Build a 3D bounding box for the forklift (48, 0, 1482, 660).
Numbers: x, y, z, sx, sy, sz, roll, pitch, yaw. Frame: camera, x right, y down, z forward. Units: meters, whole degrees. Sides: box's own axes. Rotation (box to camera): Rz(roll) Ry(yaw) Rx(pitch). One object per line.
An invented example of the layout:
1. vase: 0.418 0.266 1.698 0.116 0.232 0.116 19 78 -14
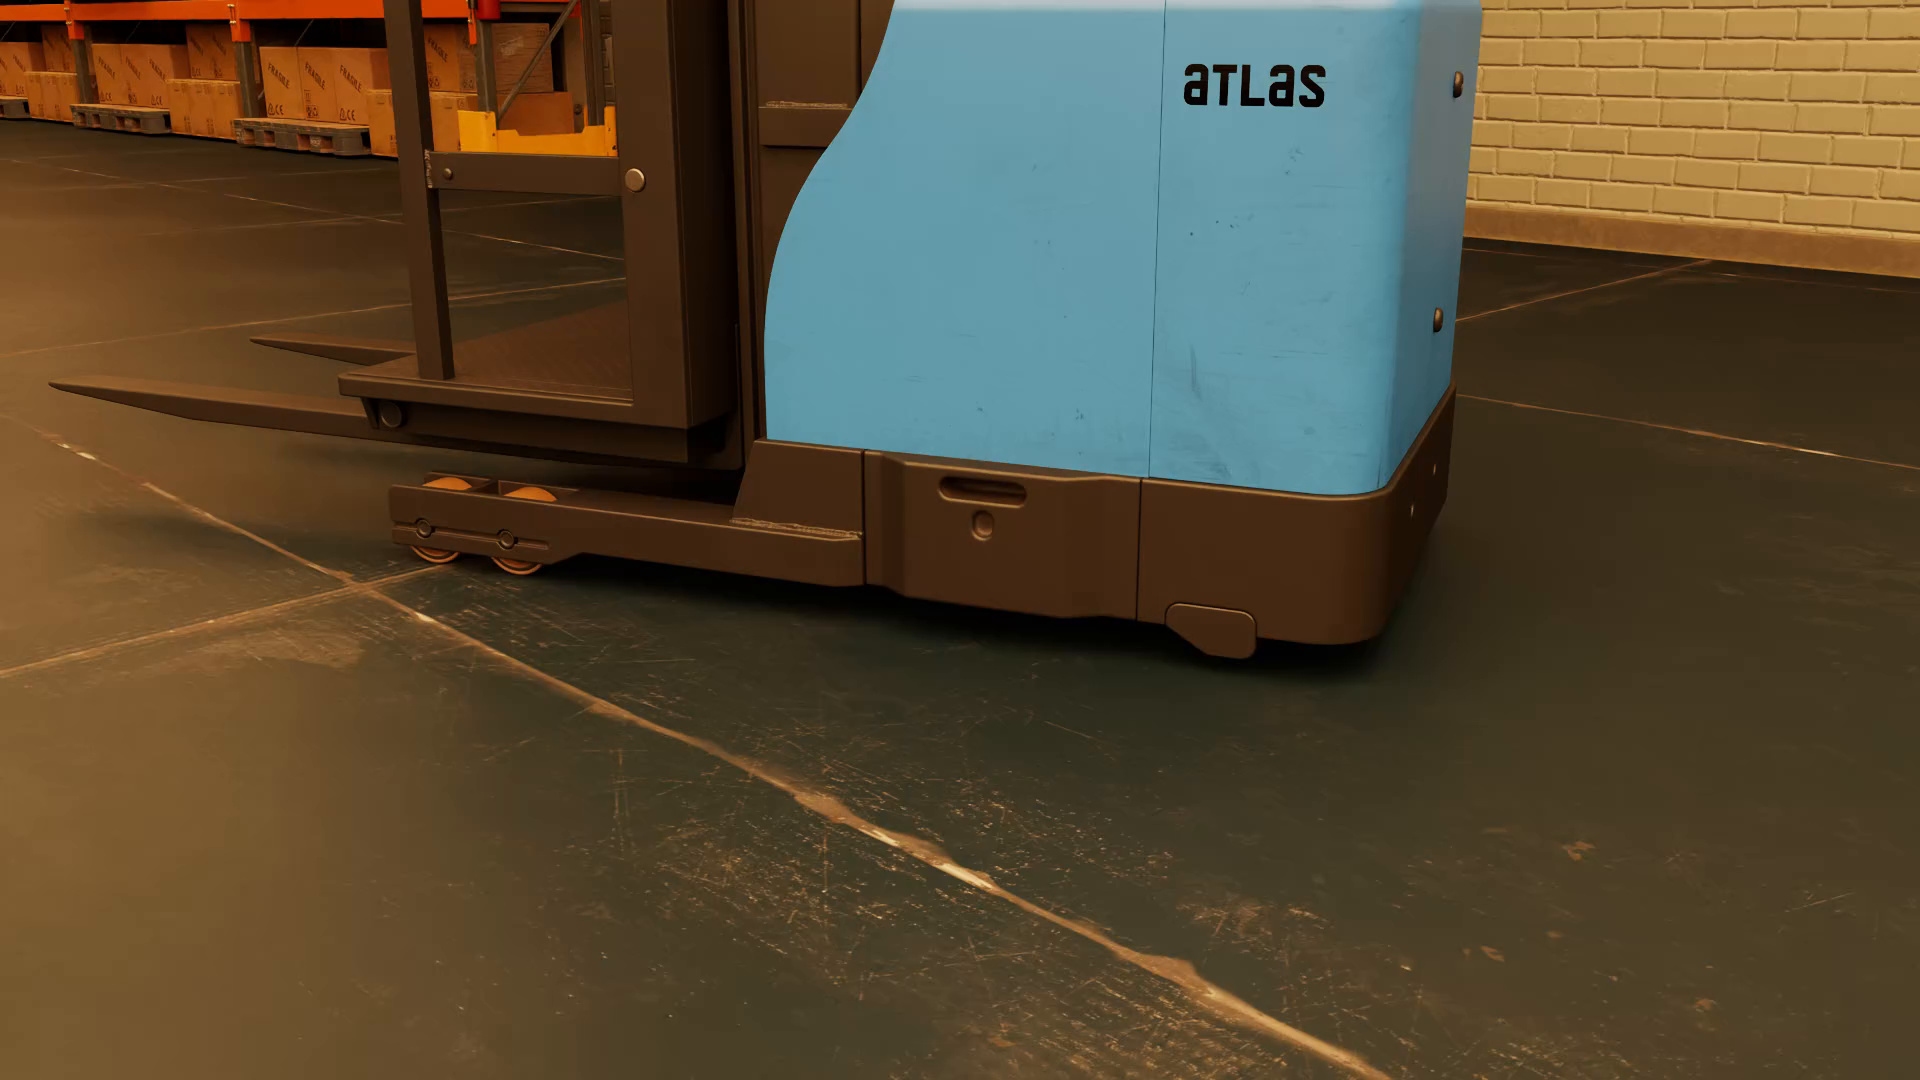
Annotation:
1. forklift: -0.563 -1.469 3.184 3.031 2.935 1.130 7 18 21
